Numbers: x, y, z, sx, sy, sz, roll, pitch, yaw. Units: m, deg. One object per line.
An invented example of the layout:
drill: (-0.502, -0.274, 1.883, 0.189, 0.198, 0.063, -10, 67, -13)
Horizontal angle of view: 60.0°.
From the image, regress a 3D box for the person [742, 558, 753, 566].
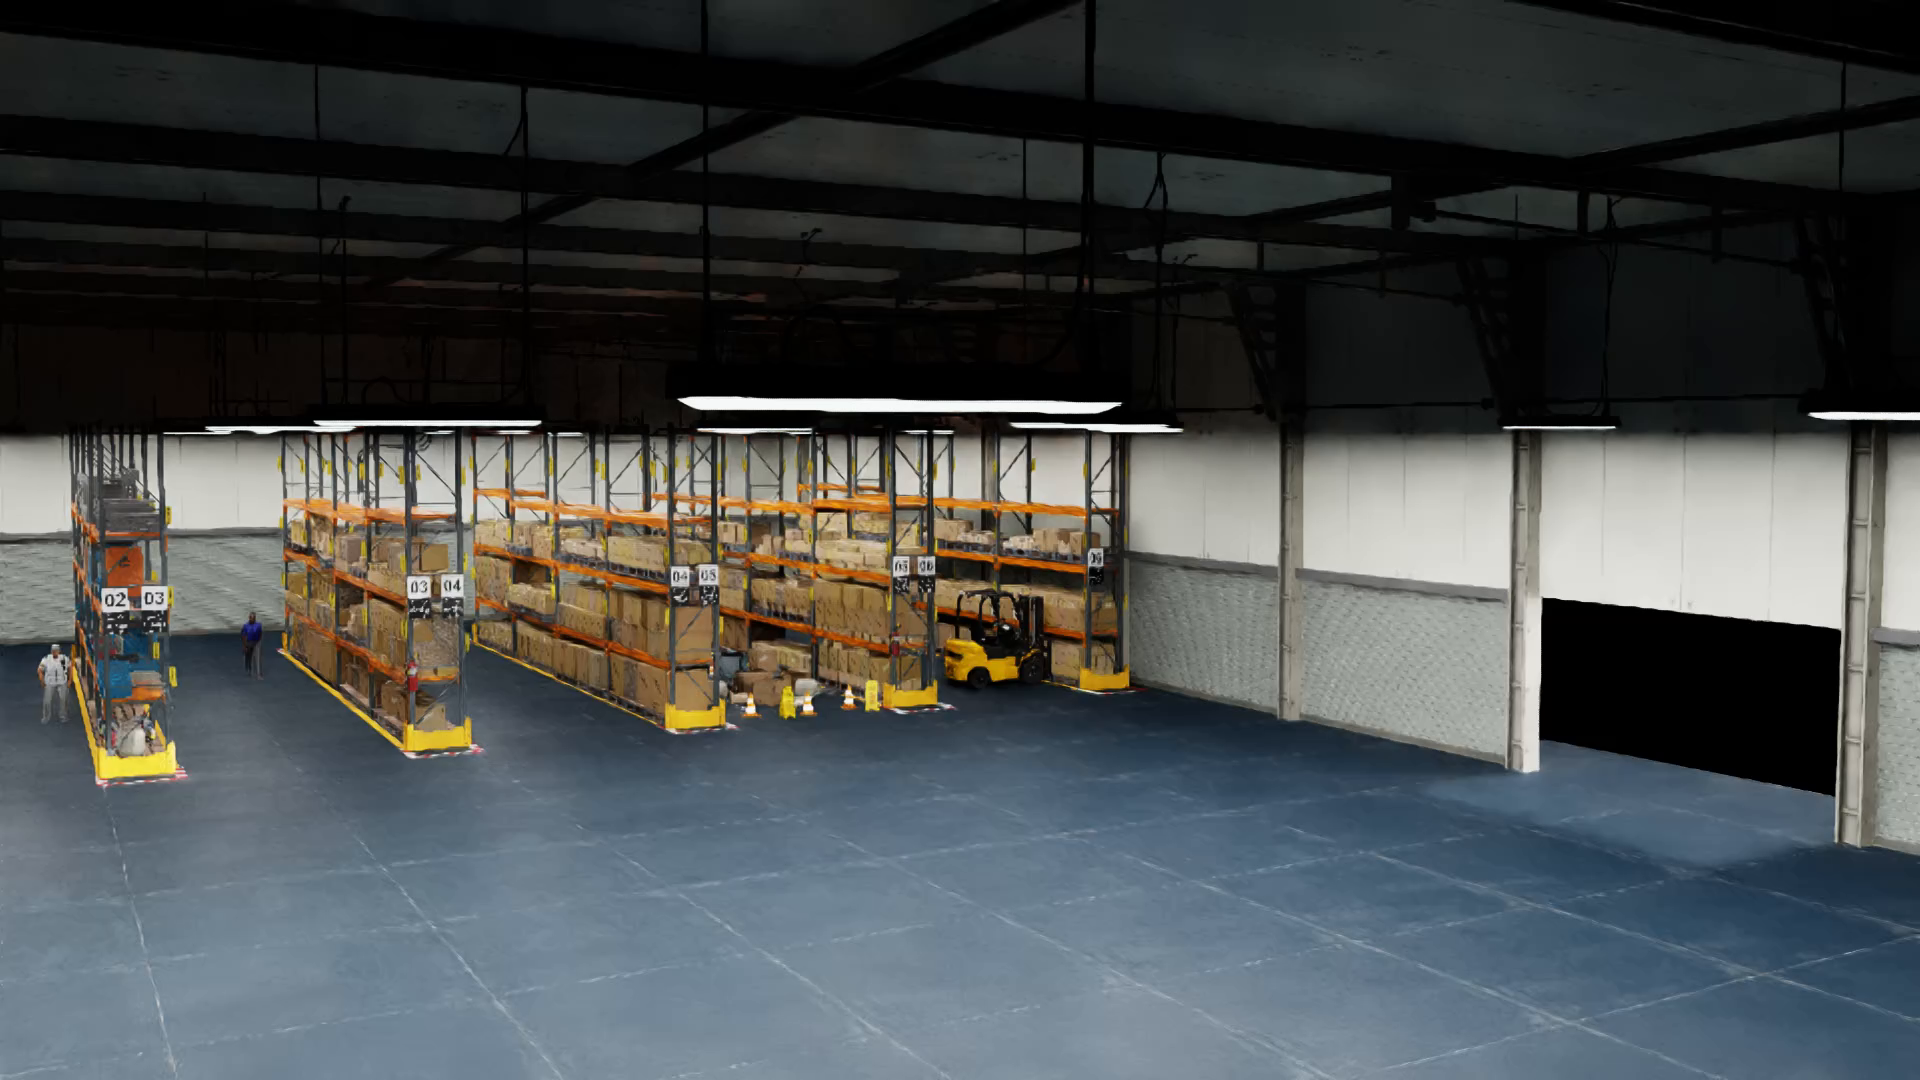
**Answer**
person: (-7.070, 1.460, 55.235, 0.607, 1.718, 0.654, 1, 4, 15)

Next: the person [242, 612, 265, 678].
person: (-16.813, 2.478, 39.508, 0.447, 1.574, 1.088, -2, 4, -27)

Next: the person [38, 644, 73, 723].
person: (-18.119, 2.866, 33.326, 0.625, 1.611, 0.582, -2, 4, -31)

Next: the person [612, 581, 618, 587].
person: (-9.992, 1.879, 47.815, 0.504, 1.773, 0.633, -3, 4, -37)
